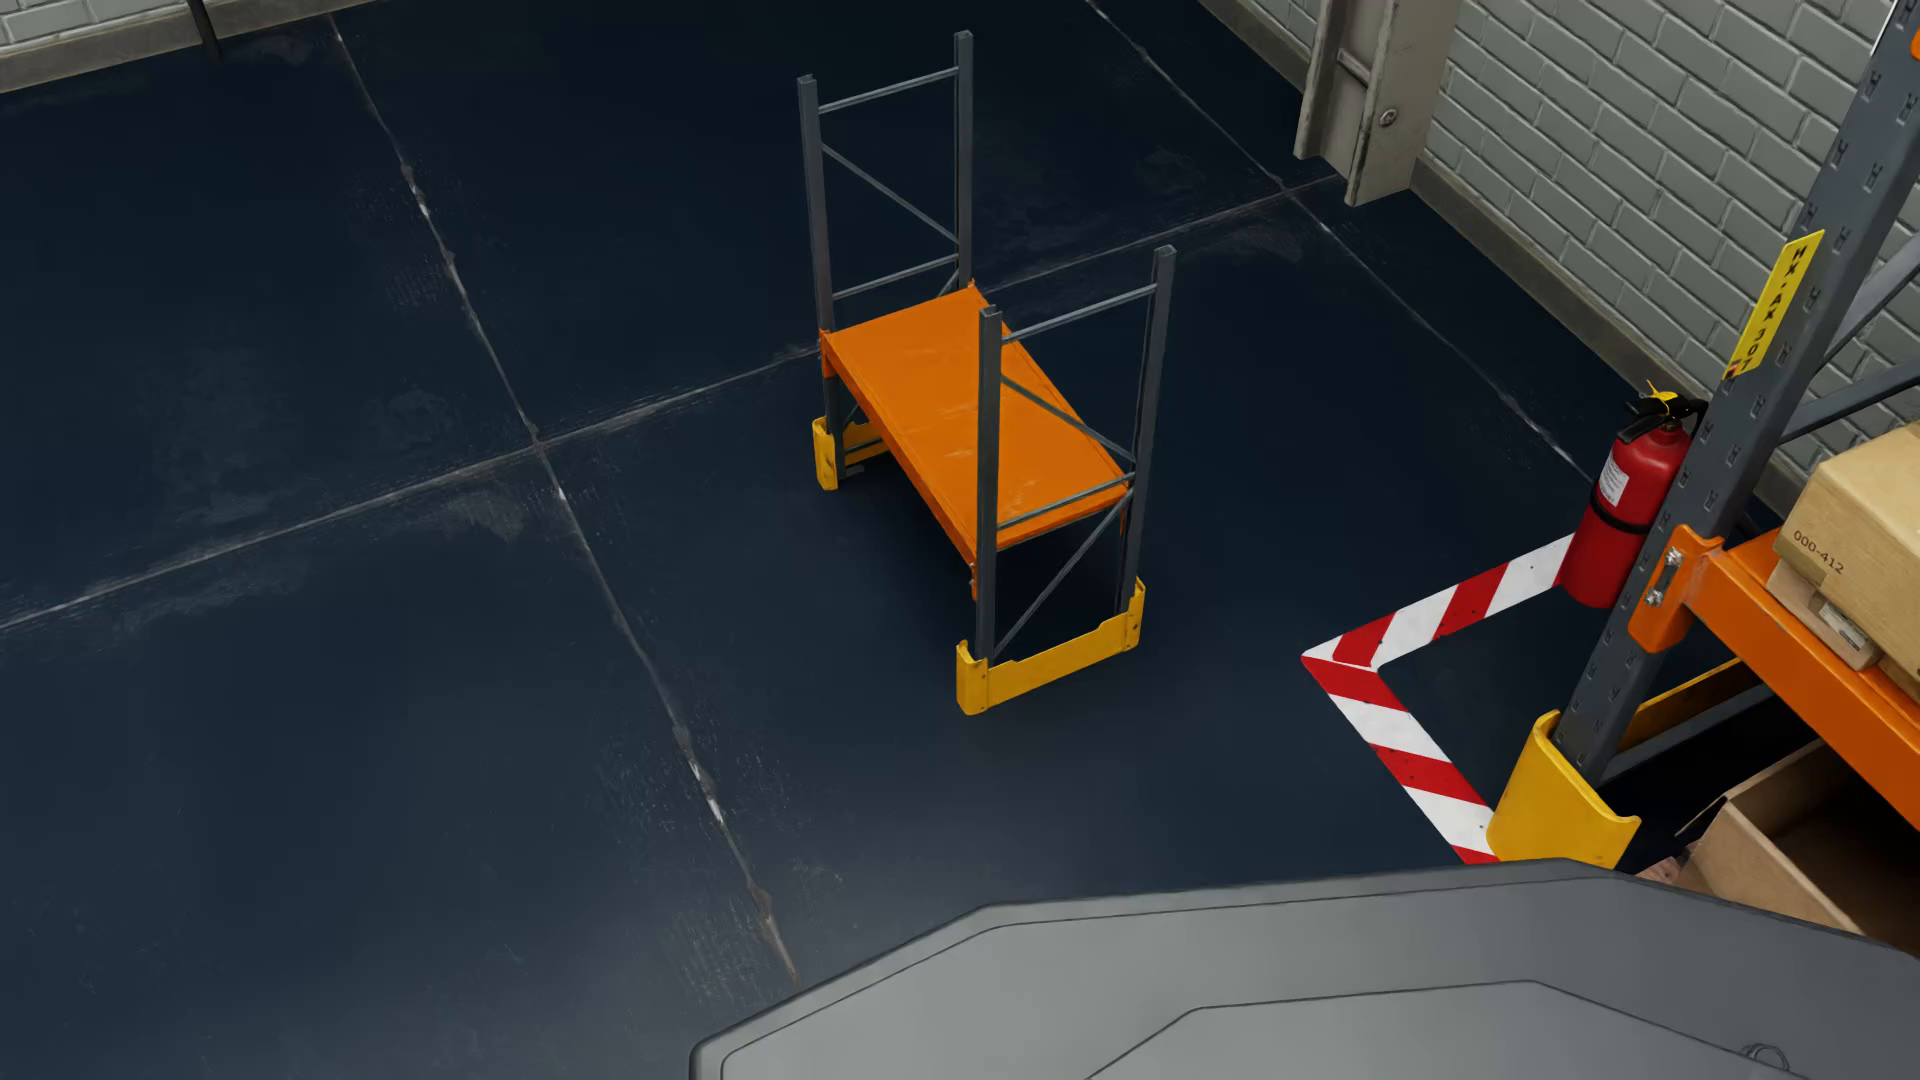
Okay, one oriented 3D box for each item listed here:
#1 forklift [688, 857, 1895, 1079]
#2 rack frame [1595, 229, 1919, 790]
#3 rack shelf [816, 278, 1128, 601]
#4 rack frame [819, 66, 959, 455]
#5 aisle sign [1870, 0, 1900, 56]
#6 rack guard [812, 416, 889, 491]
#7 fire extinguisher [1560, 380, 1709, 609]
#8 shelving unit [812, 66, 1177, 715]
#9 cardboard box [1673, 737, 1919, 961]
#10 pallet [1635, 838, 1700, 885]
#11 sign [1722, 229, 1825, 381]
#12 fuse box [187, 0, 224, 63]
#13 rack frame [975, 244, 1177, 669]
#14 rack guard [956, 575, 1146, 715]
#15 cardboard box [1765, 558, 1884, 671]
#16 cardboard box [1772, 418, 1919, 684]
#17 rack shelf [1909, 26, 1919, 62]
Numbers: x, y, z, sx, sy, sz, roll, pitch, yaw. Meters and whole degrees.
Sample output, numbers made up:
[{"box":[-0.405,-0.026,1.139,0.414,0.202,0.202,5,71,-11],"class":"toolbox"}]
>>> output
[{"box":[0.325,1.757,1.766,1.130,2.935,3.031,-4,49,-3],"class":"forklift"},{"box":[1.973,-0.328,3.544,0.949,2.616,0.053,-21,52,-18],"class":"rack frame"},{"box":[0.039,-0.318,4.771,0.538,0.185,1.000,-21,52,-18],"class":"rack shelf"},{"box":[-0.192,-0.777,4.934,0.475,1.308,0.013,-21,52,-18],"class":"rack frame"},{"box":[1.684,-1.130,2.518,0.394,0.787,0.004,-21,52,-18],"class":"aisle sign"},{"box":[-0.193,-0.365,5.403,0.587,0.250,0.087,-21,52,-18],"class":"rack guard"},{"box":[1.498,-0.121,3.662,0.296,0.674,0.183,-21,52,-18],"class":"fire extinguisher"},{"box":[0.035,-0.443,4.641,0.587,1.500,1.083,-21,52,-18],"class":"shelving unit"},{"box":[2.172,0.796,3.940,0.797,0.503,0.637,-23,53,-19],"class":"cardboard box"},{"box":[2.377,1.173,4.084,1.003,0.211,1.213,-21,52,-18],"class":"pallet"},{"box":[1.494,-0.428,3.056,0.100,0.325,0.005,-21,52,-18],"class":"sign"},{"box":[-3.102,-2.585,6.374,0.539,1.711,0.414,-21,52,-18],"class":"fuse box"},{"box":[0.272,-0.096,4.338,0.500,1.500,0.032,-21,52,-18],"class":"rack frame"},{"box":[0.263,0.302,4.820,0.587,0.250,0.087,-21,52,-18],"class":"rack guard"},{"box":[1.883,0.068,3.365,0.380,0.149,0.250,-22,52,-18],"class":"cardboard box"},{"box":[1.944,0.018,3.143,0.500,0.250,0.500,-21,52,-17],"class":"cardboard box"},{"box":[2.891,0.258,1.516,1.077,0.370,4.000,-21,52,-18],"class":"rack shelf"}]
